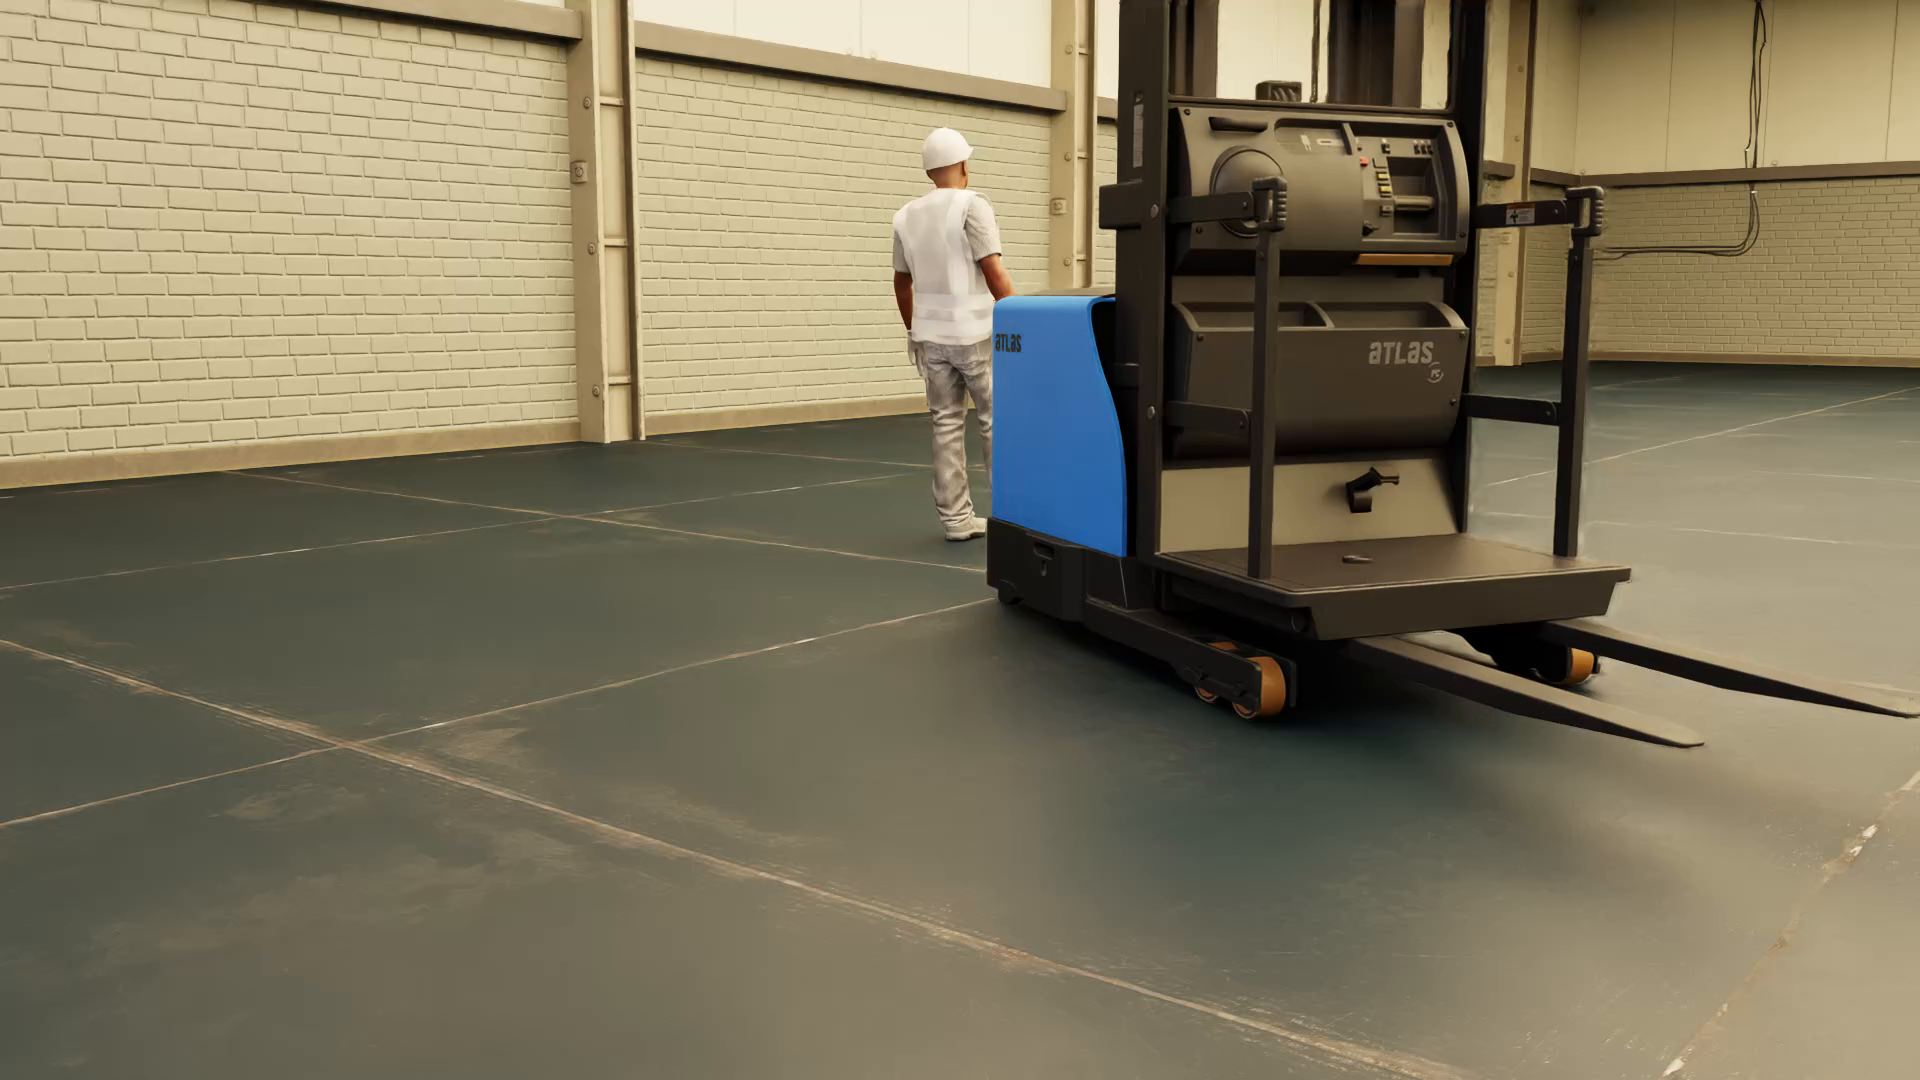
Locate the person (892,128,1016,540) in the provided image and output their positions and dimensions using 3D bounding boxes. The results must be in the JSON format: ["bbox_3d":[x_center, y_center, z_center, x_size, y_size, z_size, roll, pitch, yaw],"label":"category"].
[{"bbox_3d":[0.057,-0.897,7.331,0.656,1.781,0.559,7,11,38],"label":"person"}]
